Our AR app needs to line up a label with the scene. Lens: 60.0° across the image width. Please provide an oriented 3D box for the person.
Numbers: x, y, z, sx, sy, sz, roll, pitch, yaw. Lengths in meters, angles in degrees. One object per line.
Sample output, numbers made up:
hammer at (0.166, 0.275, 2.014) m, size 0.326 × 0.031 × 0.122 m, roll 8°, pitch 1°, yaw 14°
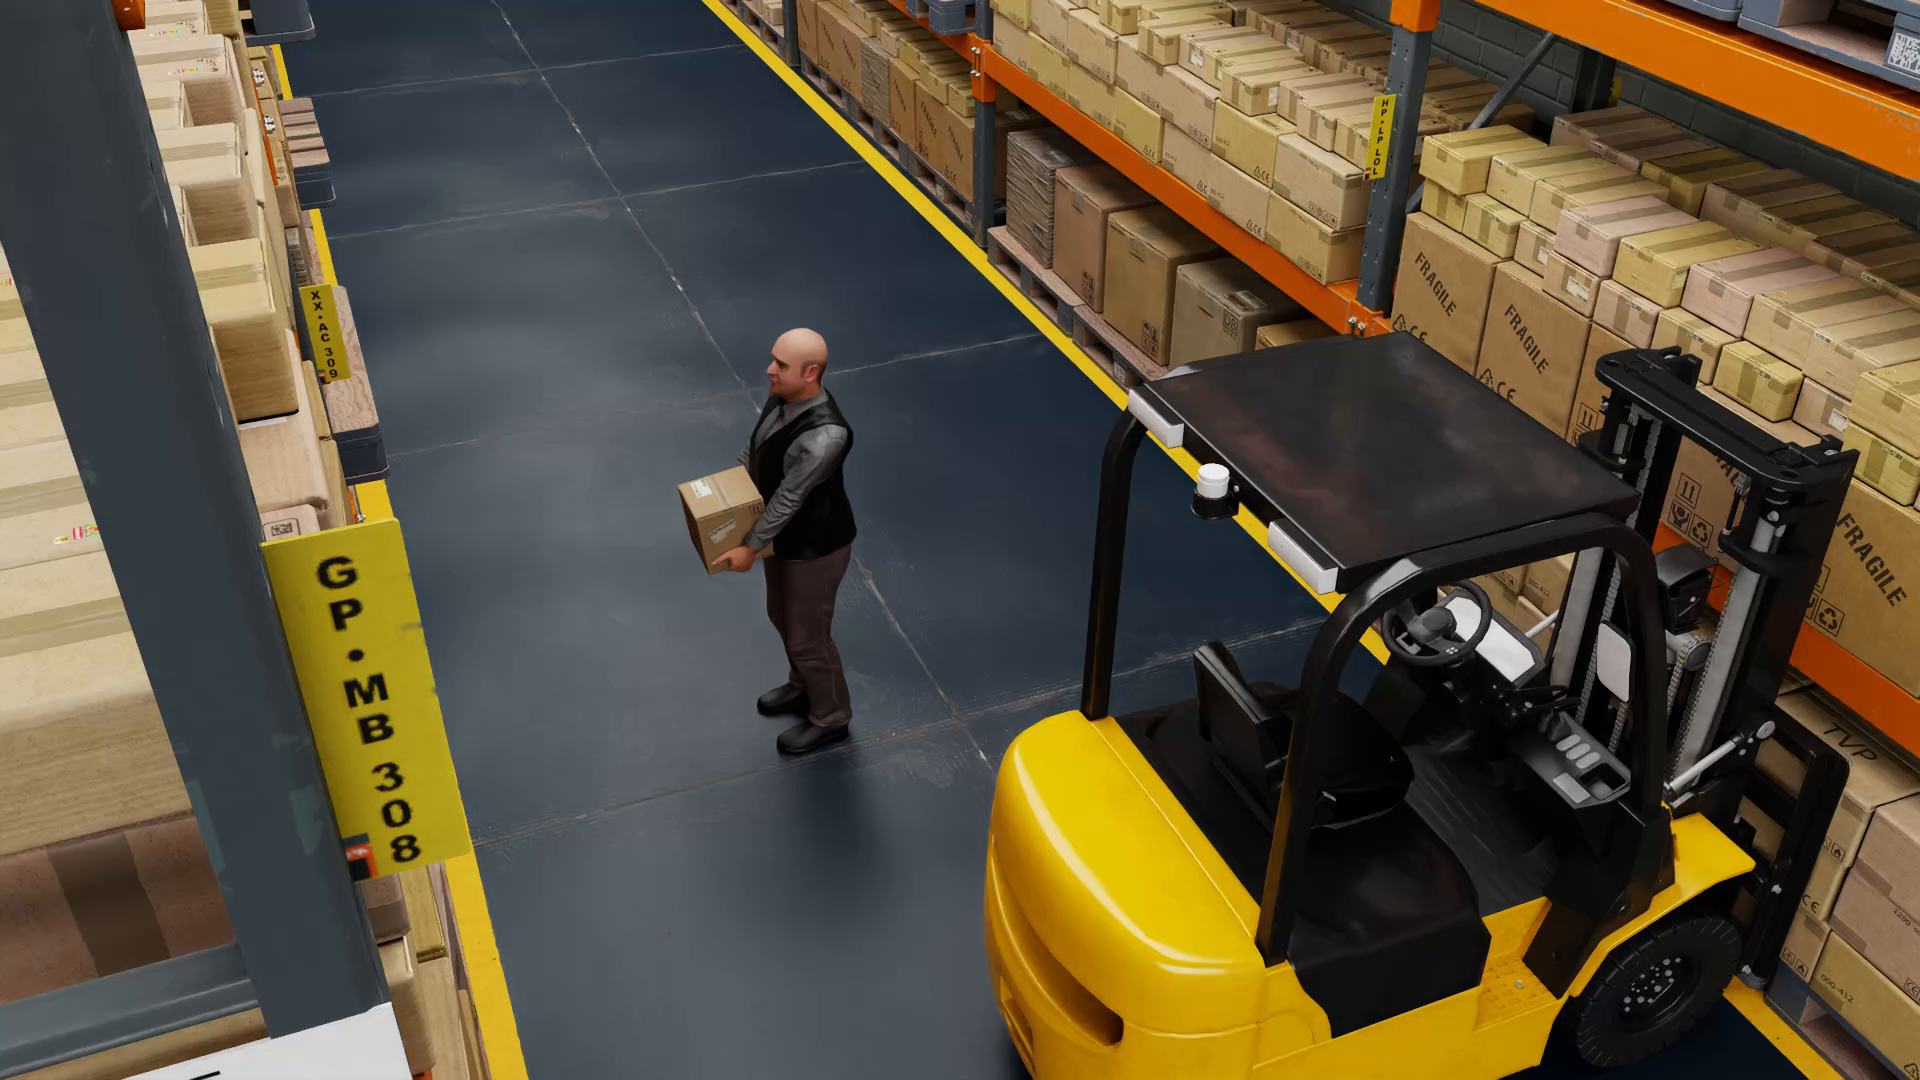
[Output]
person at (-0.668, 0.026, 6.128) m, size 0.555 × 1.718 × 0.495 m, roll -13°, pitch 35°, yaw -19°
